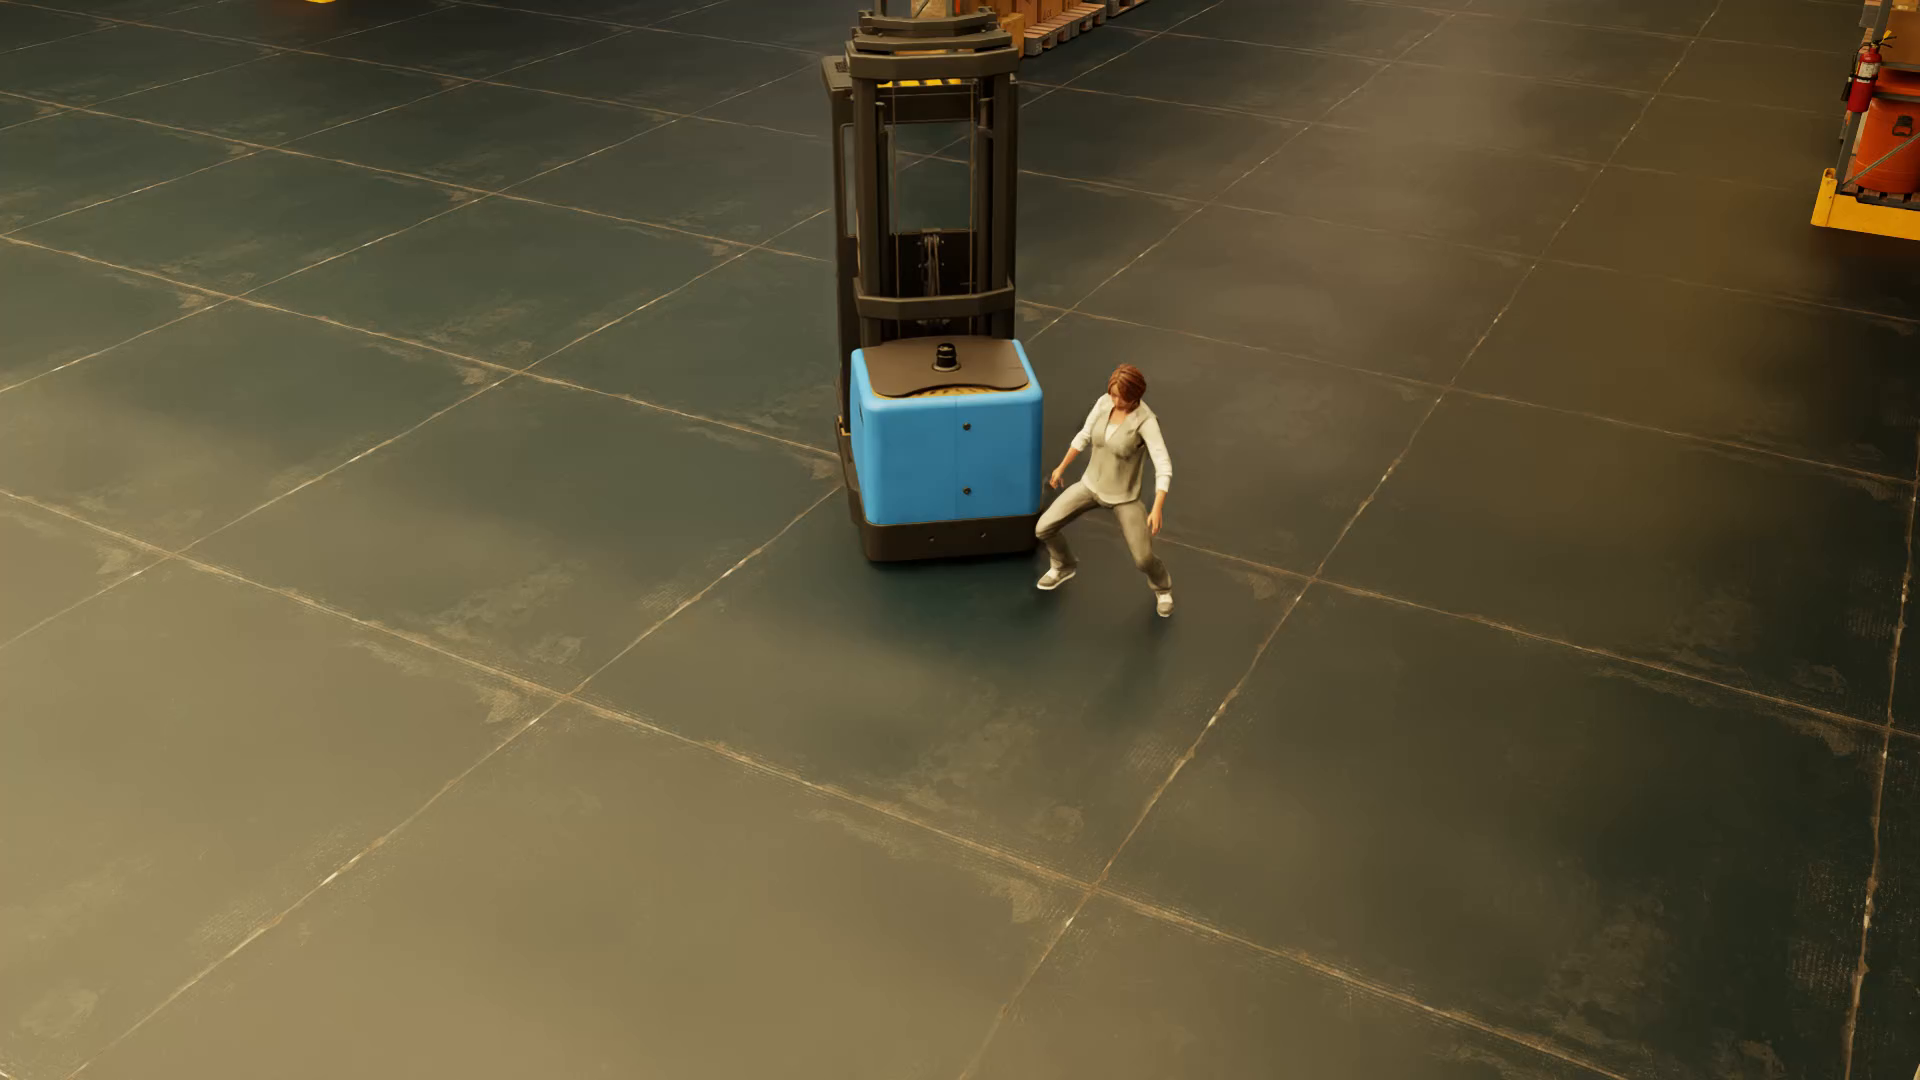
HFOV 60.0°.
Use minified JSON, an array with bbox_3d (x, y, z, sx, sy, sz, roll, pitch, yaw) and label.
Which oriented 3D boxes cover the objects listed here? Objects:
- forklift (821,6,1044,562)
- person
[{"bbox_3d":[-0.242,-1.859,10.292,1.130,2.935,3.031,-4,30,-7],"label":"forklift"},{"bbox_3d":[0.851,-0.260,9.017,0.814,1.473,0.618,24,38,35],"label":"person"}]
